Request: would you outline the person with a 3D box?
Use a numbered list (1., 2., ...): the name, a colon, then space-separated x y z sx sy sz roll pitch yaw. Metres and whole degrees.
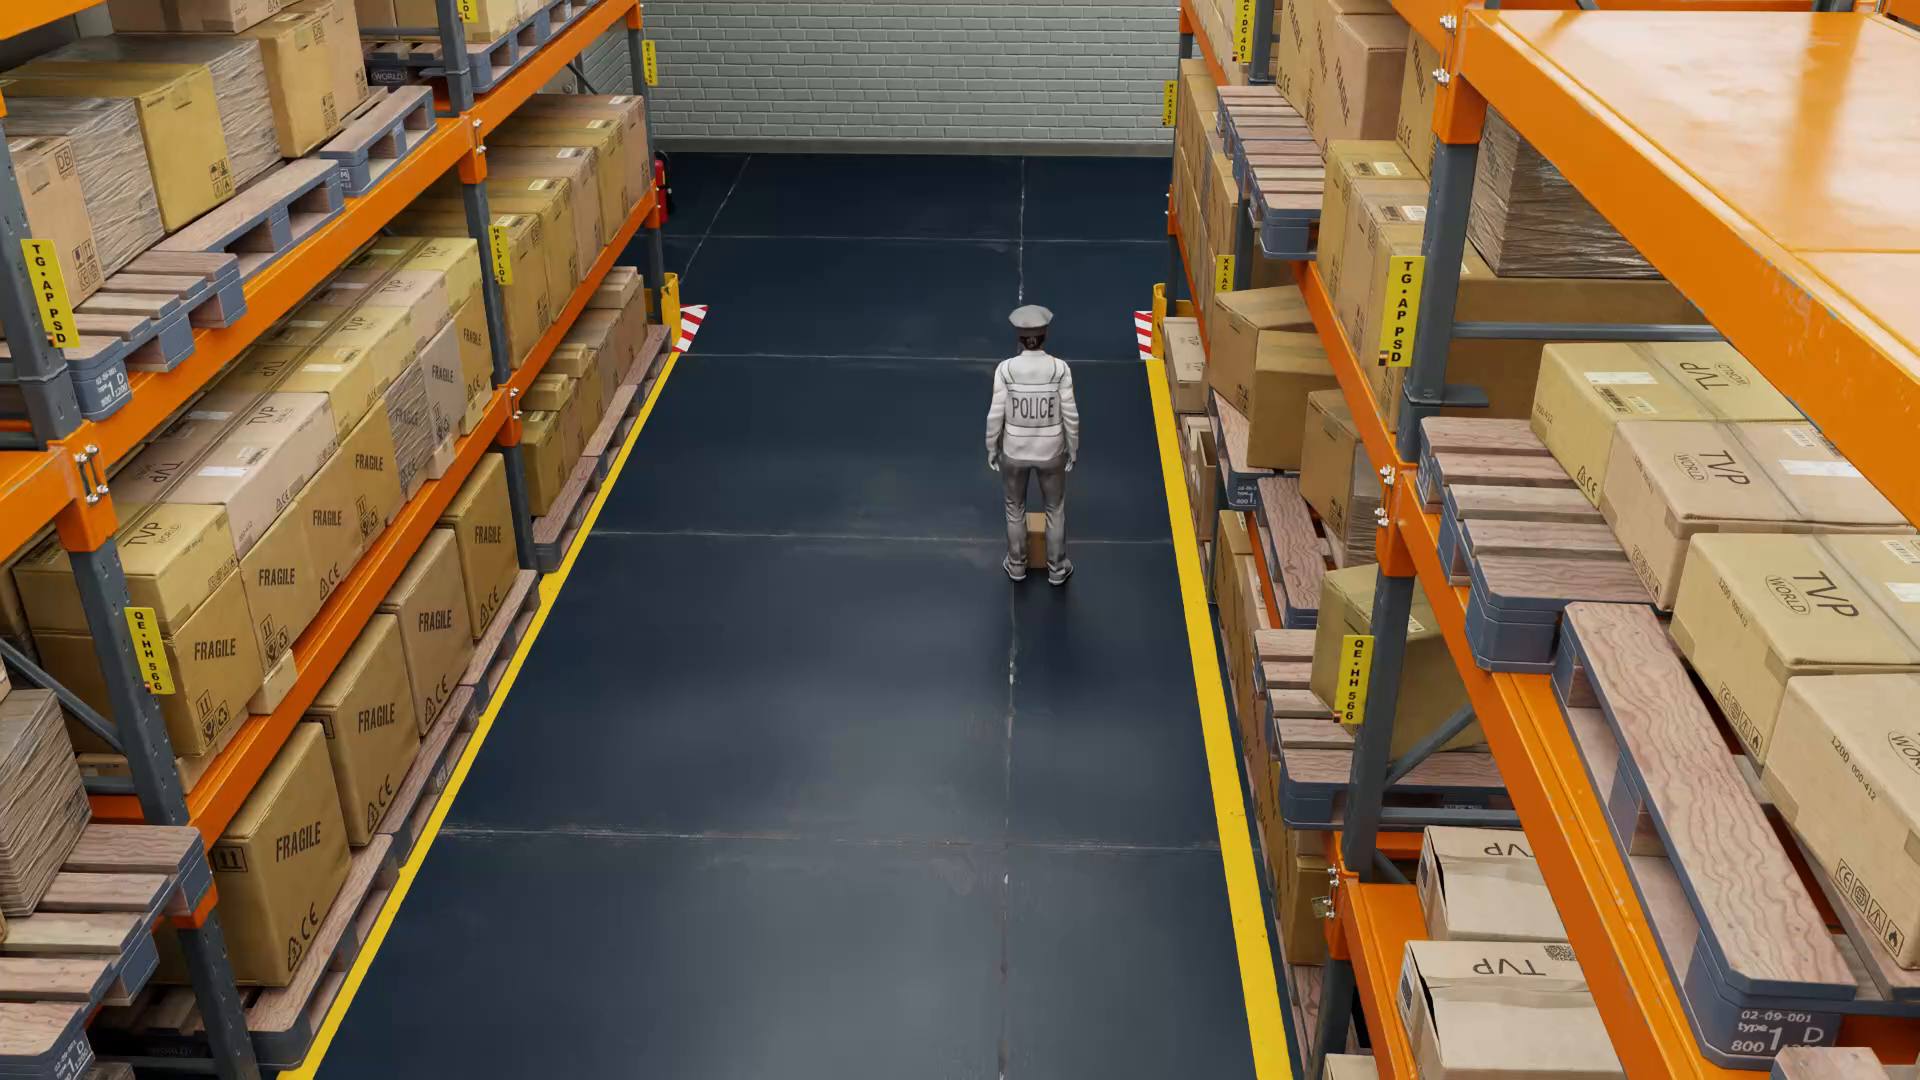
1. person: 0.418 -0.516 9.583 0.530 1.663 0.403 1 28 1
